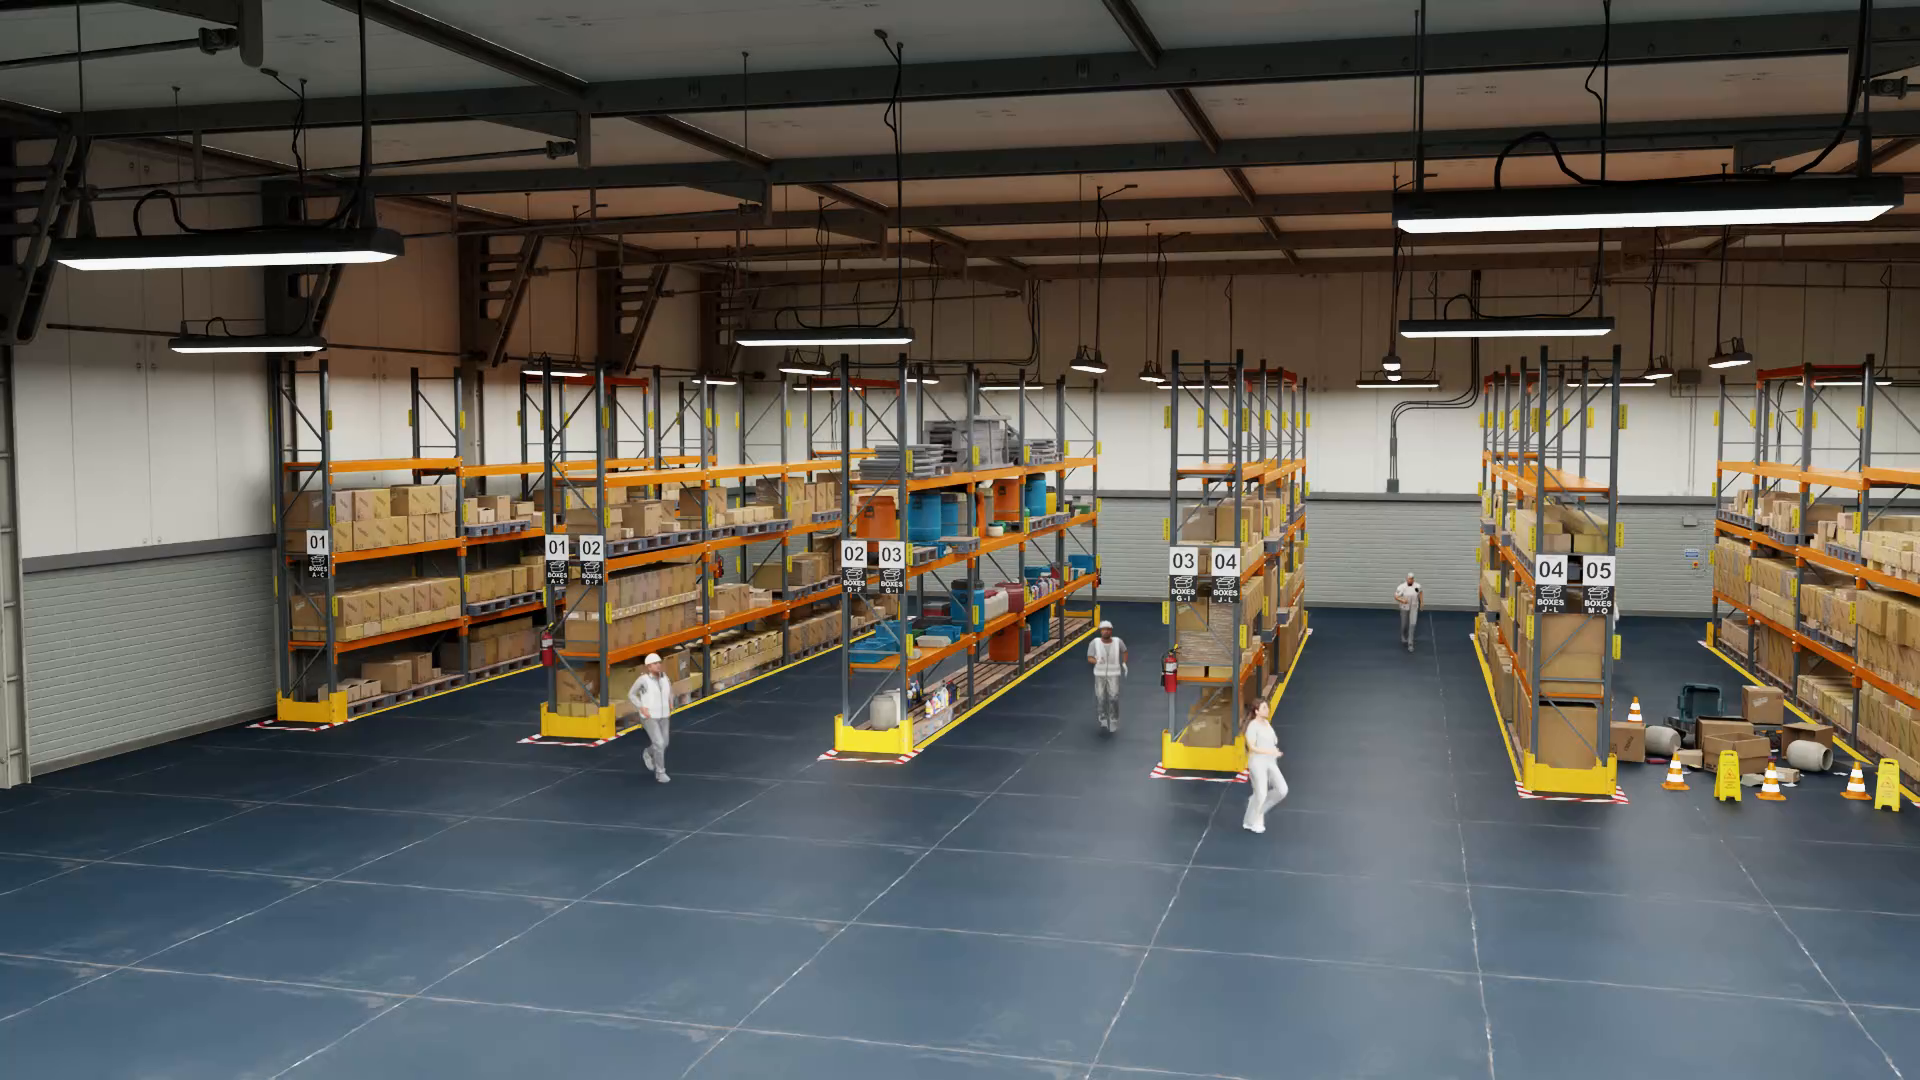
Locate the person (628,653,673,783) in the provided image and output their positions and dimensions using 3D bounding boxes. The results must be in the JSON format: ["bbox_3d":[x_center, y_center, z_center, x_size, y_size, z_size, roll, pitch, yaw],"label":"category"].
[{"bbox_3d":[-4.279,2.460,23.190,0.758,1.766,0.668,4,6,44],"label":"person"}]

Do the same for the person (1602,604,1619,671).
[{"bbox_3d":[12.833,1.795,33.194,0.602,1.619,0.729,1,4,15],"label":"person"}]

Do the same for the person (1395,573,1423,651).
[{"bbox_3d":[9.861,1.553,36.552,0.628,1.684,0.981,0,4,7],"label":"person"}]

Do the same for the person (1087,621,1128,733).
[{"bbox_3d":[2.362,2.194,26.677,0.649,1.793,0.714,0,4,7],"label":"person"}]

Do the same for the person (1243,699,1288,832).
[{"bbox_3d":[3.695,2.731,20.143,0.549,1.633,0.582,-4,6,-44],"label":"person"}]
